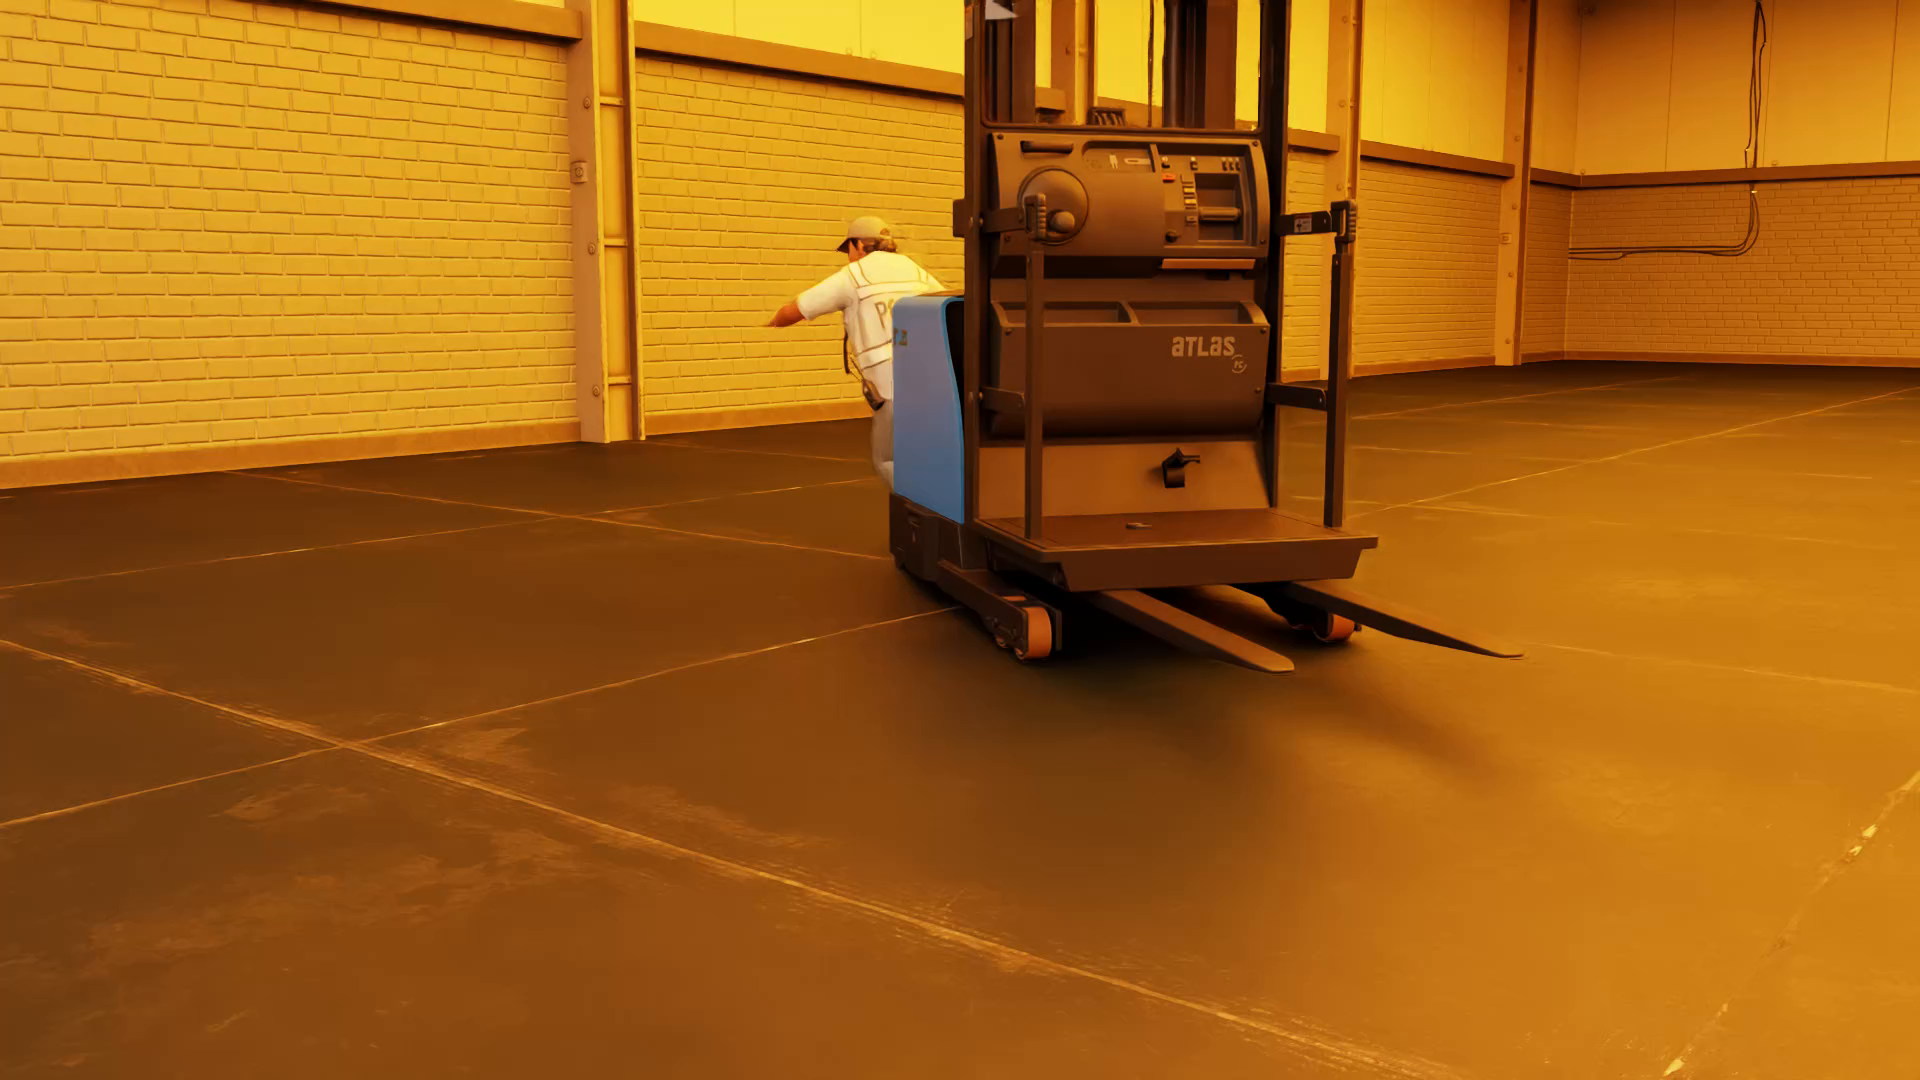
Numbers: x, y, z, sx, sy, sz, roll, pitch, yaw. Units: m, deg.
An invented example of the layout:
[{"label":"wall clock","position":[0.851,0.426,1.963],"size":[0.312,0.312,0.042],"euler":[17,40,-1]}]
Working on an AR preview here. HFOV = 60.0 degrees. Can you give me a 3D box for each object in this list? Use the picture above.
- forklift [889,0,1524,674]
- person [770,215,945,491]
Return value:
[{"label":"forklift","position":[0.618,-1.153,5.163],"size":[1.130,2.935,3.031],"euler":[-2,9,-16]},{"label":"person","position":[-0.232,-0.683,7.247],"size":[1.127,1.434,0.912],"euler":[-6,10,-36]}]
